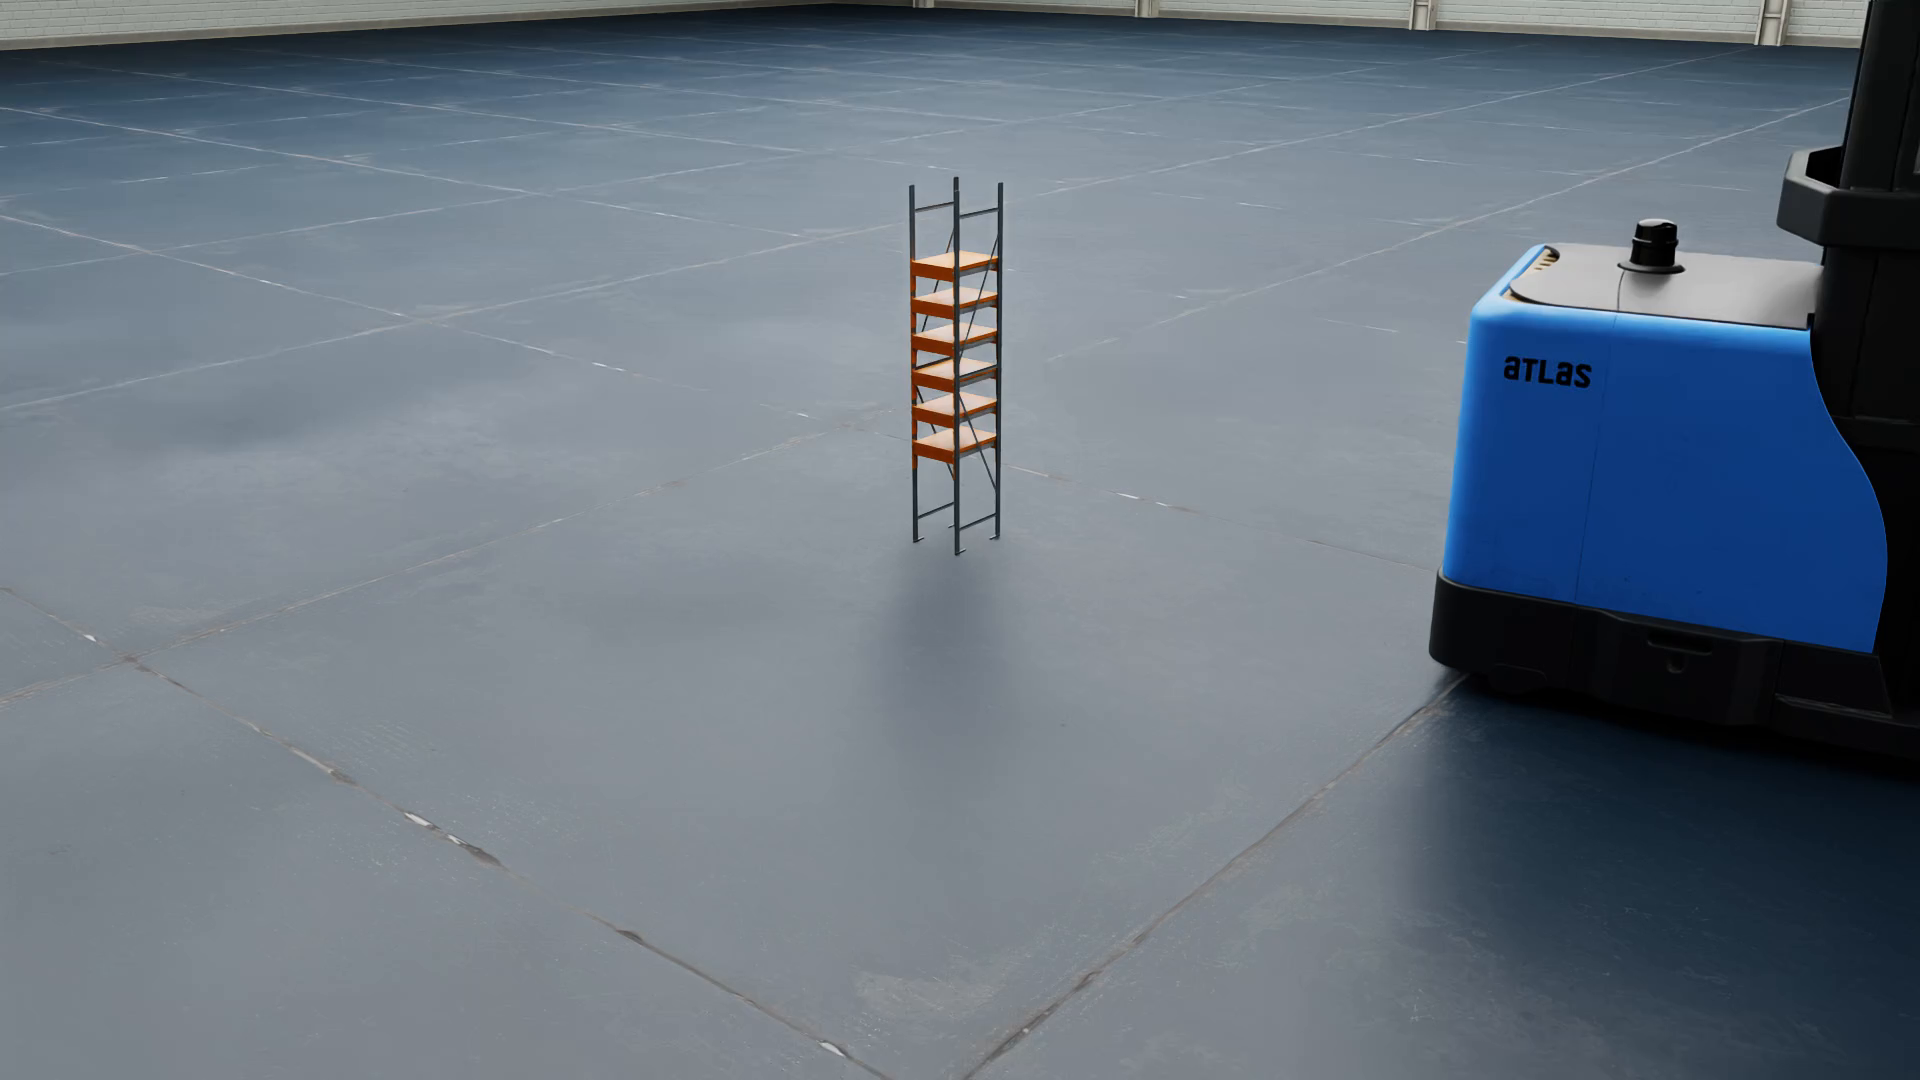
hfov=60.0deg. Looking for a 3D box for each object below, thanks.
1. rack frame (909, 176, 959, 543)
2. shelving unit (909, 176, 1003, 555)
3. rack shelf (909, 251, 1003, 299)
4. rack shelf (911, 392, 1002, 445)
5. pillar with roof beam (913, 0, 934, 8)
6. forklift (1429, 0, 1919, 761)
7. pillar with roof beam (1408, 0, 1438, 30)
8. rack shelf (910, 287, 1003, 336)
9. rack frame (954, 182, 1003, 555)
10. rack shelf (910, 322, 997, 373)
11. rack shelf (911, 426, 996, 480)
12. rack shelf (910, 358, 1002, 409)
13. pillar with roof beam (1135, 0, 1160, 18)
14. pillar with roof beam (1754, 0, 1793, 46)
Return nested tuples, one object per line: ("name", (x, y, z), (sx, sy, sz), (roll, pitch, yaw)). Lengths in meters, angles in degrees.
("rack frame", (-0.082, -0.585, 5.519), (0.006, 1.200, 0.240), (16, 26, 36))
("shelving unit", (-0.011, -0.565, 5.465), (0.189, 1.200, 0.258), (16, 26, 36))
("rack shelf", (-0.011, -0.860, 5.354), (0.180, 0.103, 0.258), (16, 26, 36))
("rack shelf", (-0.011, -0.411, 5.523), (0.180, 0.103, 0.258), (16, 26, 36))
("pillar with roof beam", (-3.540, -15.080, 32.904), (0.400, 9.000, 9.100), (16, 26, 36))
("forklift", (2.855, -0.891, 3.876), (3.031, 2.935, 1.130), (10, 23, 25))
("pillar with roof beam", (5.757, -12.403, 25.804), (0.400, 9.000, 9.100), (16, 26, 36))
("rack shelf", (-0.011, -0.748, 5.396), (0.180, 0.103, 0.258), (16, 26, 36))
("rack frame", (0.060, -0.544, 5.411), (0.006, 1.200, 0.240), (16, 26, 36))
("rack shelf", (-0.011, -0.635, 5.438), (0.180, 0.103, 0.258), (16, 26, 36))
("rack shelf", (-0.011, -0.298, 5.565), (0.180, 0.103, 0.258), (16, 26, 36))
("rack shelf", (-0.011, -0.523, 5.481), (0.180, 0.103, 0.258), (16, 26, 36))
("pillar with roof beam", (1.108, -13.741, 29.354), (0.400, 9.000, 9.100), (16, 26, 36))
("pillar with roof beam", (10.405, -11.064, 22.254), (0.400, 9.000, 9.100), (16, 26, 36))
